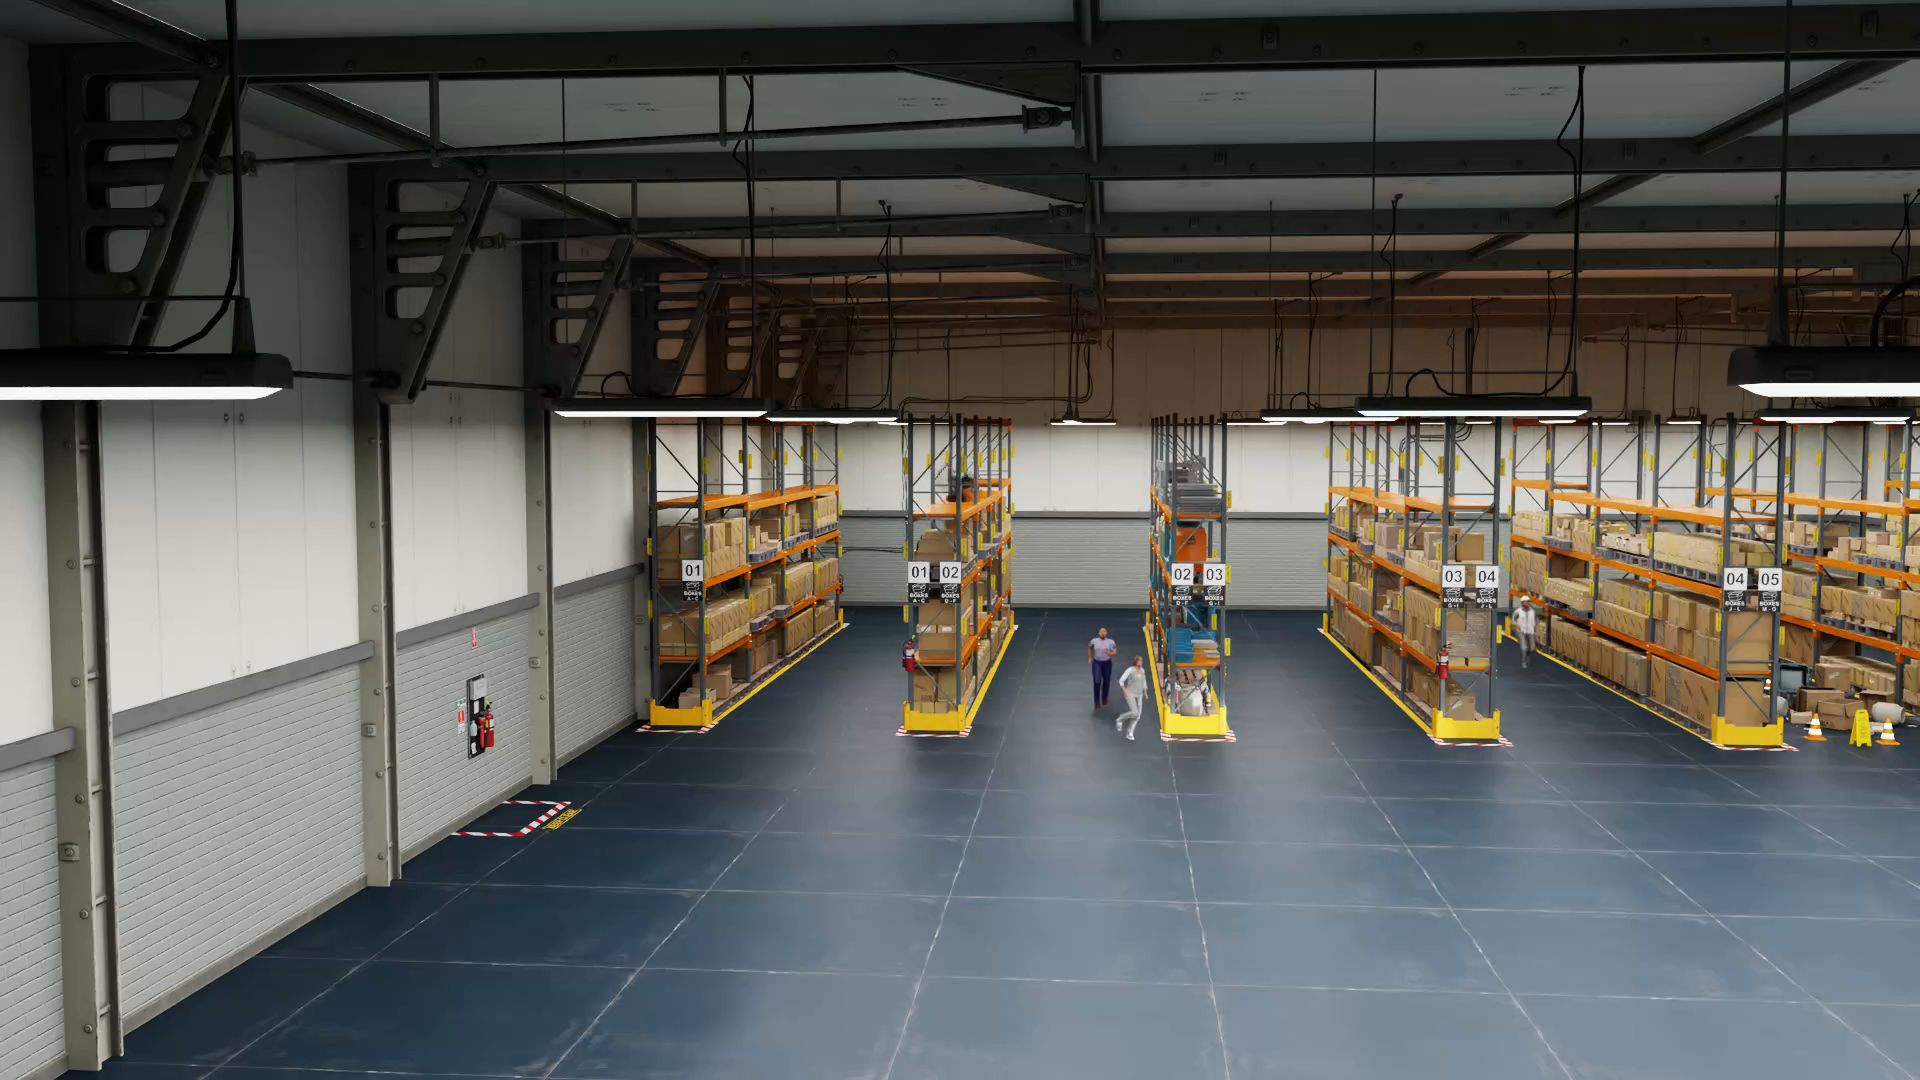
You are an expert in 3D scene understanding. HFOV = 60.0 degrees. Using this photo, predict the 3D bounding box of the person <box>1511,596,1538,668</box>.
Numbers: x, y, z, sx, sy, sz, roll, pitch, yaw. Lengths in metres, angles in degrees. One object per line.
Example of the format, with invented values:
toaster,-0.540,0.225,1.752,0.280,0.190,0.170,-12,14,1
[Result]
person,13.469,2.195,39.623,0.656,1.722,0.606,0,4,4

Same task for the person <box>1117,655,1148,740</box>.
person,3.231,2.937,30.752,0.575,1.431,0.528,-2,4,-30

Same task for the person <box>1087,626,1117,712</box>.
person,2.901,2.611,33.920,0.582,1.708,0.758,0,4,-1

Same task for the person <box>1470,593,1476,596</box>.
person,14.487,1.706,47.098,1.048,1.685,0.683,-1,4,-17
